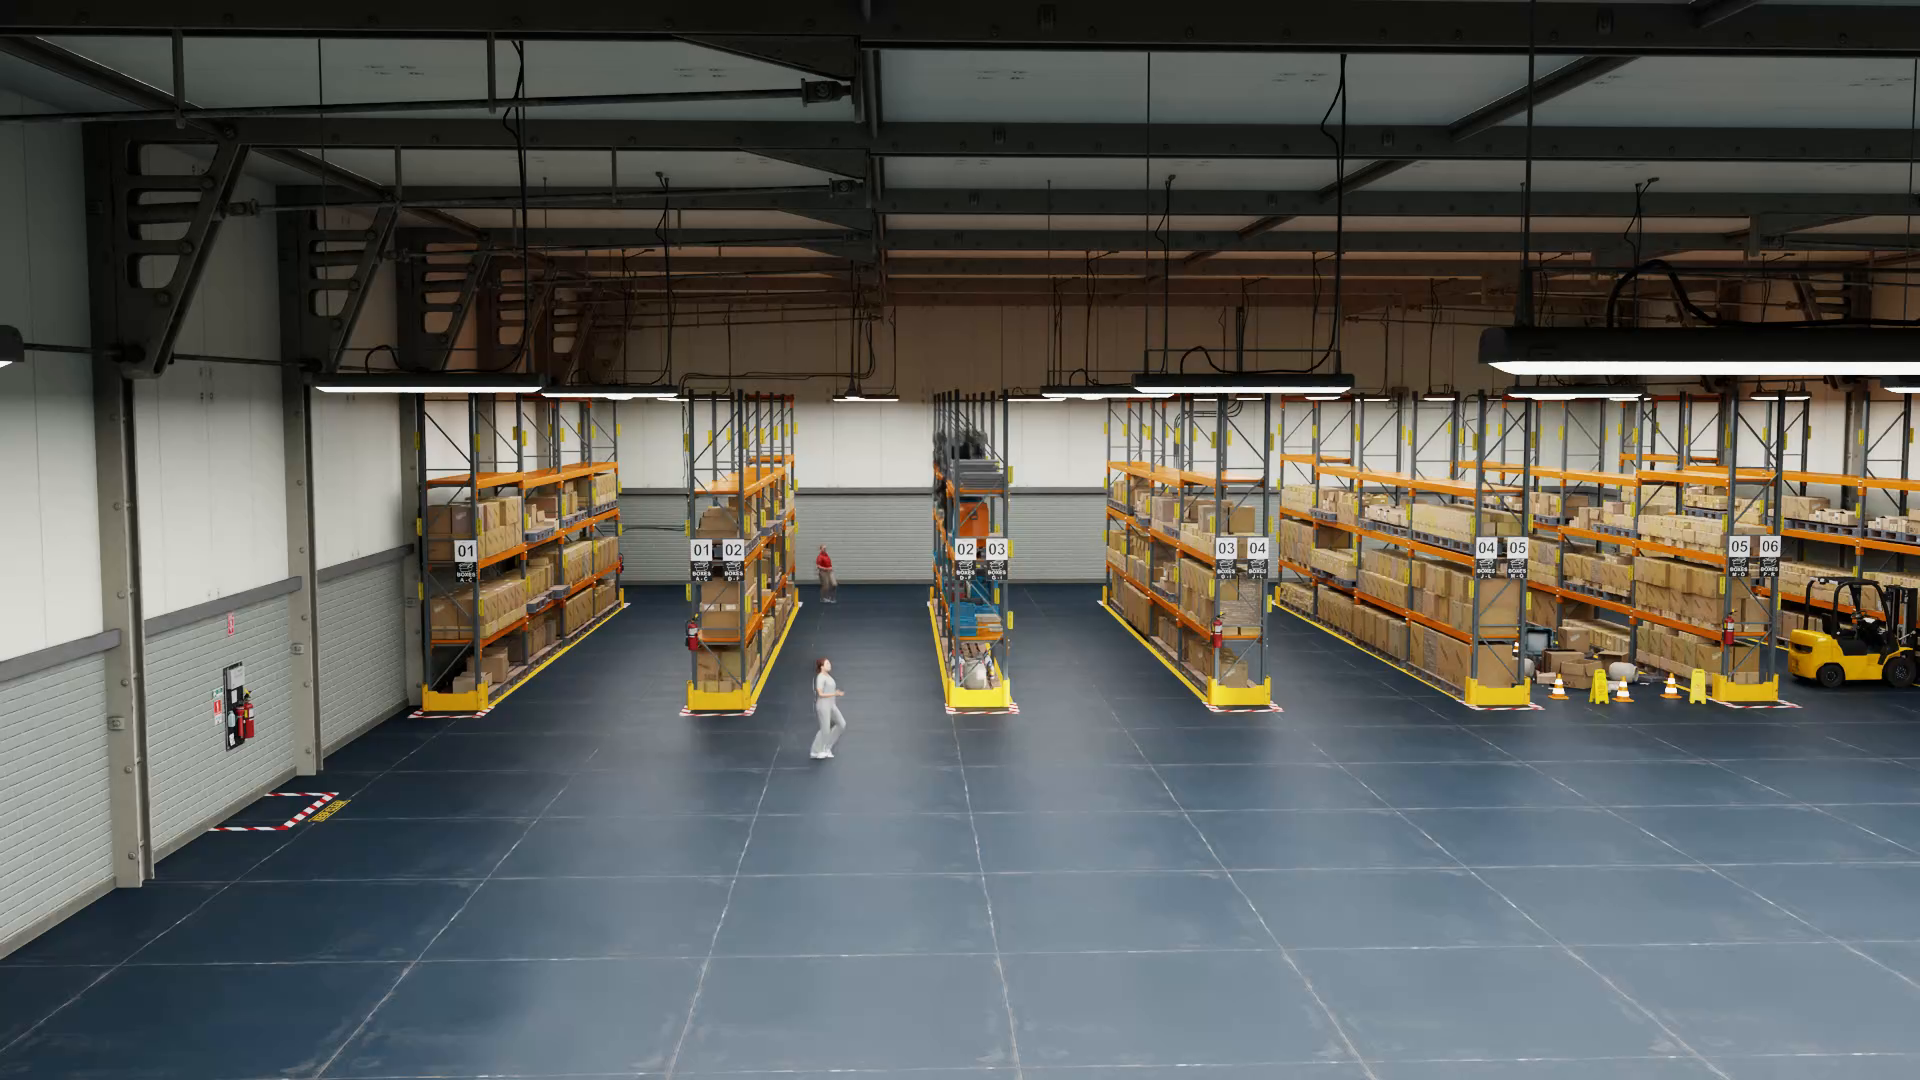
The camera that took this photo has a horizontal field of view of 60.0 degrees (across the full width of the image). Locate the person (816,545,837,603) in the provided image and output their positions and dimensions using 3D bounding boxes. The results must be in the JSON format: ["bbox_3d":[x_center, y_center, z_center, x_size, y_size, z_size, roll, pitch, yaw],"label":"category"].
[{"bbox_3d":[-3.861,1.044,47.776,0.637,1.672,0.713,4,6,38],"label":"person"}]

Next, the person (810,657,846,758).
[{"bbox_3d":[-2.119,2.709,26.803,0.621,1.660,0.547,2,5,18],"label":"person"}]
